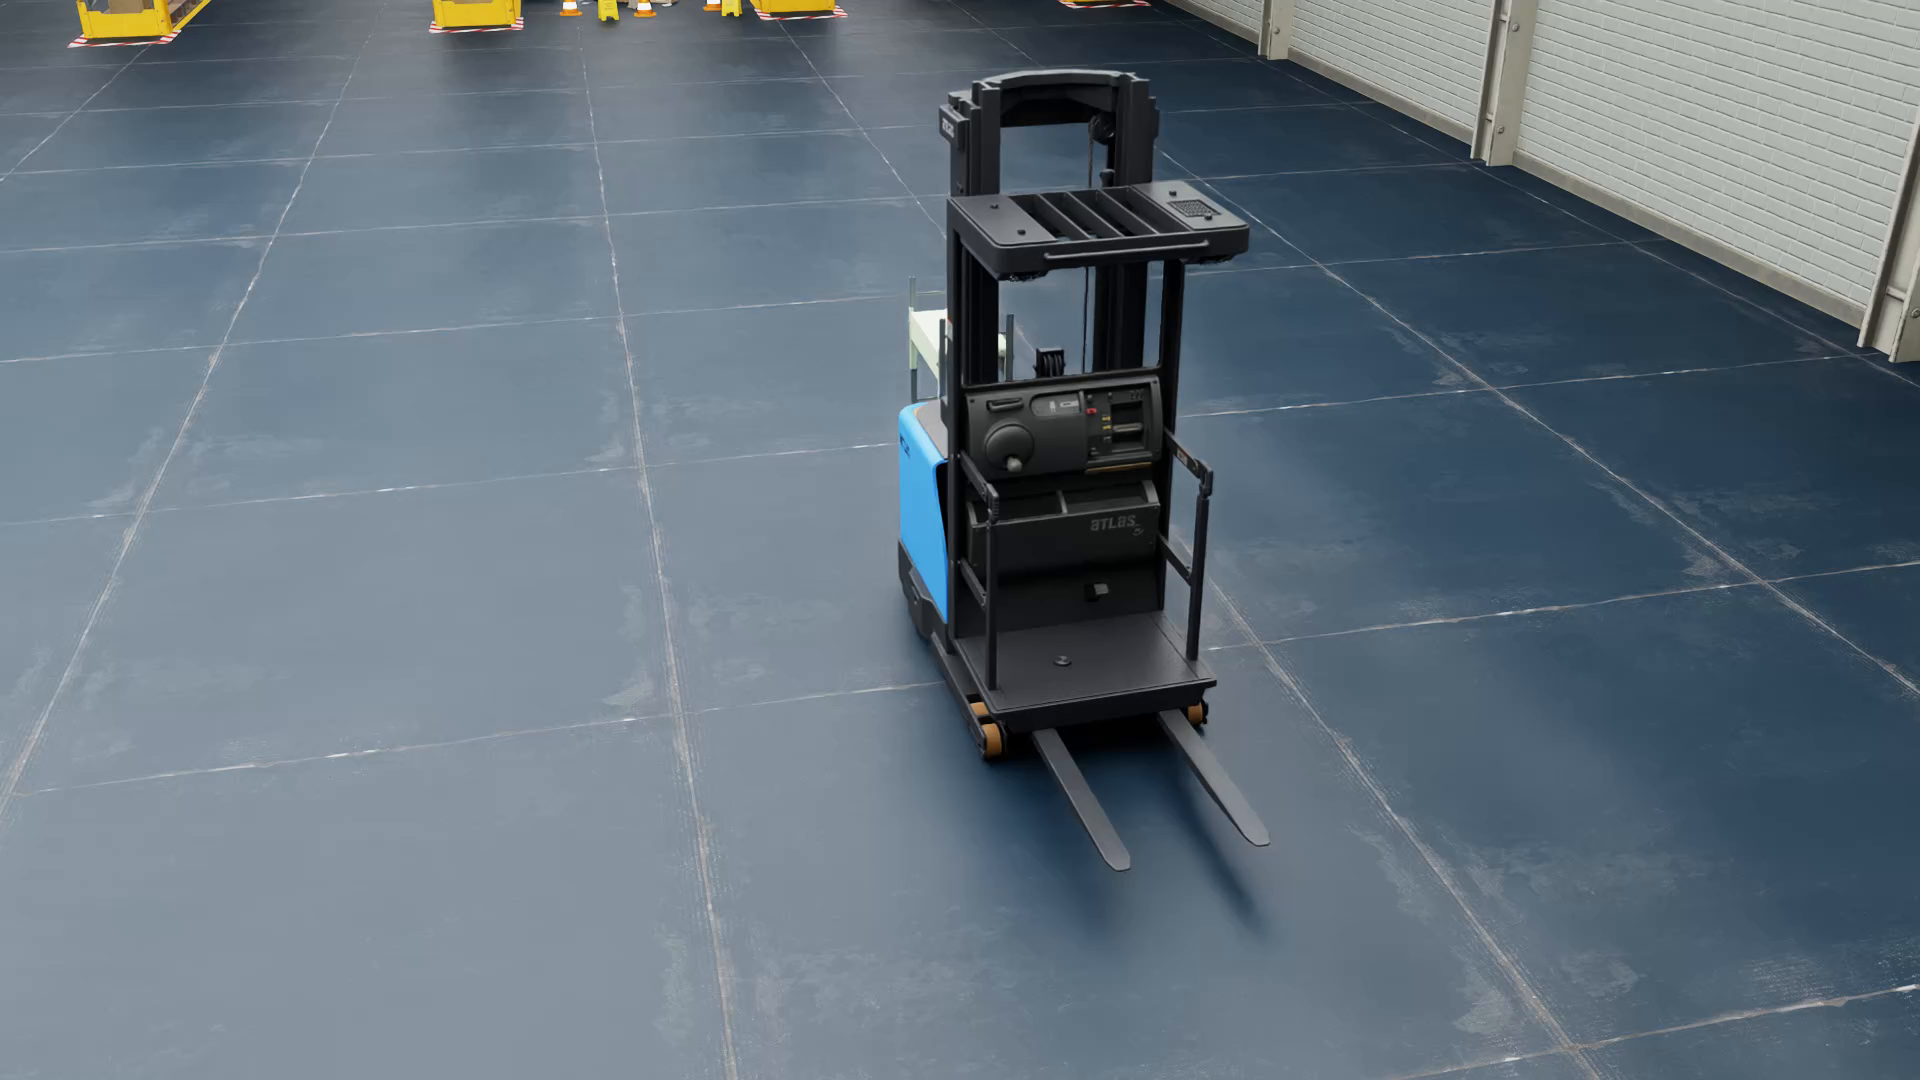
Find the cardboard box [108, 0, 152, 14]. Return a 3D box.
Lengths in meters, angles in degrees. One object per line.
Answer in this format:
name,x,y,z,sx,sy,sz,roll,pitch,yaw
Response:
cardboard box,-12.349,-8.100,24.777,0.500,0.500,0.500,-1,27,-2

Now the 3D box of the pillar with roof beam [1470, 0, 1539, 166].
pillar with roof beam,1.497,-7.635,14.889,9.100,9.000,0.400,-6,27,-12

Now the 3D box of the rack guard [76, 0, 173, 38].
rack guard,-12.242,-7.670,24.391,1.175,0.500,0.348,-6,27,-12

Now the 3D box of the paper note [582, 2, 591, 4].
paper note,-6.060,-8.728,27.010,0.144,0.017,0.142,3,27,6

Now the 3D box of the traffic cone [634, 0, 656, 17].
traffic cone,-4.928,-8.422,25.922,0.336,0.463,0.334,-6,27,-12

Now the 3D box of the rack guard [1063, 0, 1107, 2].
rack guard,2.271,-9.138,27.300,1.175,0.500,0.348,-6,27,-12

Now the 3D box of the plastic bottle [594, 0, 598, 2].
plastic bottle,-5.969,-8.894,27.304,0.133,0.061,0.283,-16,31,-29

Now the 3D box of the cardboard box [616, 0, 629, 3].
cardboard box,-5.432,-9.158,27.336,0.637,0.503,0.797,19,32,32

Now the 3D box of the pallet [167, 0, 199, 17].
pallet,-12.662,-8.436,26.229,1.003,0.211,1.213,-6,27,-12

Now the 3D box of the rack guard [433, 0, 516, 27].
rack guard,-7.364,-8.085,25.214,1.175,0.500,0.348,-6,27,-12

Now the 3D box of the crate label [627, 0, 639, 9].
crate label,-5.166,-8.615,26.667,0.250,0.136,0.298,-23,35,-38

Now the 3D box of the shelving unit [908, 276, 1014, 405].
shelving unit,-0.002,-0.671,9.415,0.431,1.500,0.755,-6,27,-12

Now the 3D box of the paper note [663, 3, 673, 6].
paper note,-4.722,-8.646,26.846,0.148,0.019,0.142,-16,31,-29

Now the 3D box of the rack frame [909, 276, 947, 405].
rack frame,-0.090,-0.831,9.732,0.400,1.500,0.023,-6,27,-12

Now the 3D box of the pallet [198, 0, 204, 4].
pallet,-12.940,-8.972,27.292,1.003,0.211,1.213,-6,27,-12

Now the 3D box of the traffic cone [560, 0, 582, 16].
traffic cone,-6.106,-8.457,25.991,0.336,0.463,0.334,-6,27,-12

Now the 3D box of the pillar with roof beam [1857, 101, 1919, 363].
pillar with roof beam,2.849,-5.001,9.670,9.100,9.000,0.400,-6,27,-12

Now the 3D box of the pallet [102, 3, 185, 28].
pallet,-12.391,-7.901,25.170,1.003,0.211,1.213,-6,27,-12

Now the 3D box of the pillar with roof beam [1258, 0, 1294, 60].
pillar with roof beam,0.144,-10.269,20.108,9.100,9.000,0.400,-6,27,-12

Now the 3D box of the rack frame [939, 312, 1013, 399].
rack frame,0.086,-0.511,9.097,0.400,1.500,0.023,-6,27,-12

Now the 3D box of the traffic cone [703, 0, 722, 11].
traffic cone,-3.924,-8.684,26.441,0.336,0.463,0.334,-6,27,-12

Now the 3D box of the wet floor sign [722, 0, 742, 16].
wet floor sign,-3.569,-8.516,25.905,0.267,0.644,0.232,3,27,6

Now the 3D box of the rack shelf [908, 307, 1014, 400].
rack shelf,-0.002,-1.019,9.239,0.431,0.370,0.720,-6,27,-12

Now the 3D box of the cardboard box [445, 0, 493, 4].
cardboard box,-7.587,-8.742,25.632,0.875,0.875,0.875,-6,27,-11

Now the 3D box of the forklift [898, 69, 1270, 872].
forklift,0.545,-0.486,7.459,1.130,2.935,3.031,-7,28,-14

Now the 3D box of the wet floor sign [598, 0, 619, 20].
wet floor sign,-5.434,-8.349,25.575,0.267,0.644,0.232,-11,29,-20

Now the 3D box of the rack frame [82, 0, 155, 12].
rack frame,-12.225,-8.752,23.762,1.000,3.000,0.127,-6,27,-12

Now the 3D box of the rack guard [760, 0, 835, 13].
rack guard,-2.587,-8.676,26.385,1.175,0.500,0.348,-6,27,-12

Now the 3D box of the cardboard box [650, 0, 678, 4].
cardboard box,-4.833,-8.856,27.131,0.380,0.149,0.250,8,28,15
